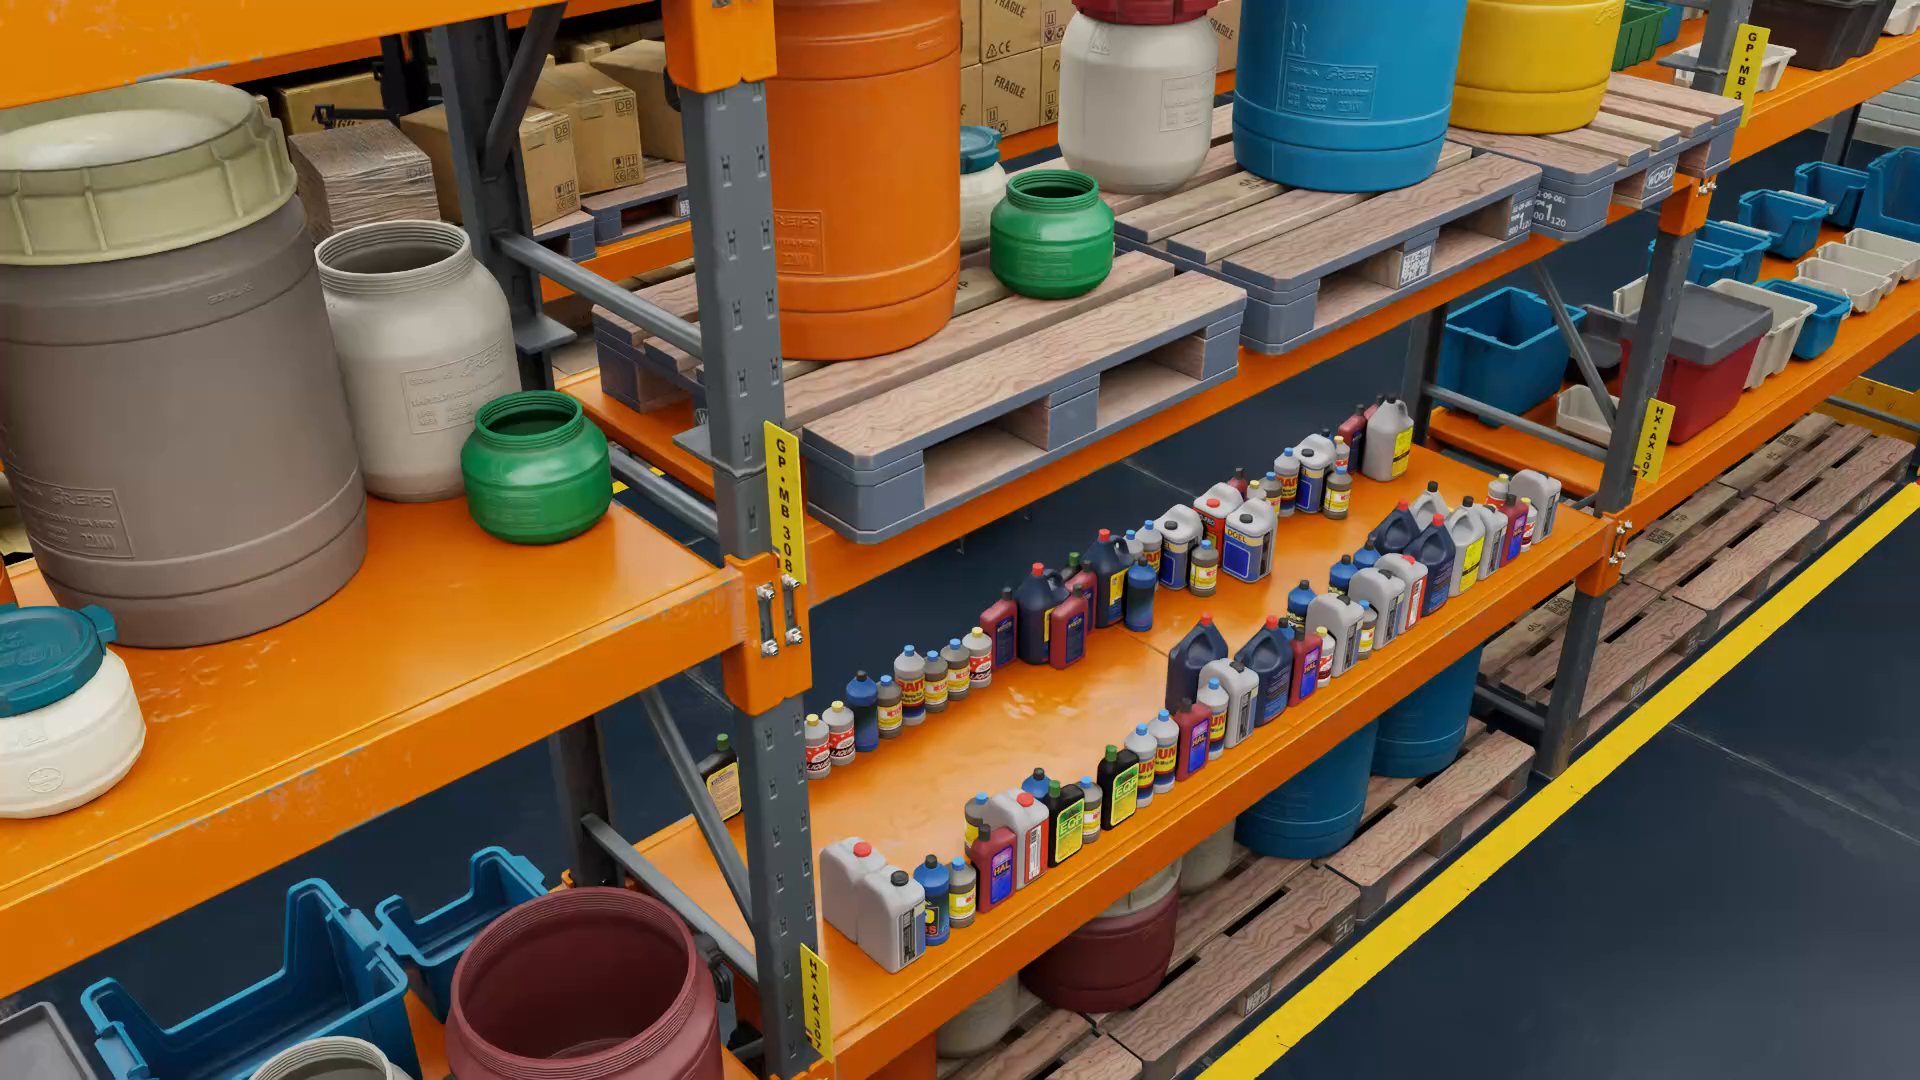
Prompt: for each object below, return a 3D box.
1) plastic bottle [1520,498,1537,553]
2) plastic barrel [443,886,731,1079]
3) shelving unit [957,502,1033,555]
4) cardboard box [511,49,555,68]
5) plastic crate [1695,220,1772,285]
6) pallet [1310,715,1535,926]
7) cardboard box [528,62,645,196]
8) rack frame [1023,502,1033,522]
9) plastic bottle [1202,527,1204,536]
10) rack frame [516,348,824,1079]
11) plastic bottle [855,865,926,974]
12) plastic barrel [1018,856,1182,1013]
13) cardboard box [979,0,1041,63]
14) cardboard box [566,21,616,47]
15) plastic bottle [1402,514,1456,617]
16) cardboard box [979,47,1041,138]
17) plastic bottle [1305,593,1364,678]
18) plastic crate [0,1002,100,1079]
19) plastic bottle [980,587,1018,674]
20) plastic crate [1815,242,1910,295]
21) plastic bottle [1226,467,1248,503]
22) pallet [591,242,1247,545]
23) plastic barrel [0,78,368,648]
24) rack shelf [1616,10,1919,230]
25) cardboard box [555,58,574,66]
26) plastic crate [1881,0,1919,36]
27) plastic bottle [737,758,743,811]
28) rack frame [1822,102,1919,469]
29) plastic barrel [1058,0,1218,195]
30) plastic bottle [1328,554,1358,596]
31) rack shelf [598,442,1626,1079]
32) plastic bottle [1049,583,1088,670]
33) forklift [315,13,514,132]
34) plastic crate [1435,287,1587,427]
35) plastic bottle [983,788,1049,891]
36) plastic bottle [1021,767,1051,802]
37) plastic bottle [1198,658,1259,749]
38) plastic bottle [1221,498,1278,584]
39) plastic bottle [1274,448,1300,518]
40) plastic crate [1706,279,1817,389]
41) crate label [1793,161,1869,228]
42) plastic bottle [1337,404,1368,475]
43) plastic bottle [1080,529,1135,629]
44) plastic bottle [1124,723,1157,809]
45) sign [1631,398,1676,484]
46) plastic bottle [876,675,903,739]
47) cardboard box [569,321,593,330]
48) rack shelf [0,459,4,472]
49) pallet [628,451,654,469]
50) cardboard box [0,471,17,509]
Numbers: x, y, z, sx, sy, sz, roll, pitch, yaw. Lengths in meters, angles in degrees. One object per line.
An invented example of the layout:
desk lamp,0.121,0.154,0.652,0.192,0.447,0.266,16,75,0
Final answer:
plastic bottle,2.081,-0.061,6.166,0.097,0.201,0.097,0,31,0
plastic barrel,-0.851,1.180,3.815,0.708,0.536,0.600,-26,40,-35
shelving unit,0.121,-0.571,8.533,0.503,1.200,0.258,-26,40,-35
cardboard box,-3.526,-3.918,13.654,0.250,0.149,0.380,-24,39,-34
plastic crate,3.779,-1.406,8.276,0.300,0.233,0.416,-26,40,-35
pallet,1.622,0.986,6.935,1.213,0.211,1.003,-26,40,-35
cardboard box,-2.109,-2.229,9.021,0.500,0.500,0.700,-19,36,-28
rack frame,0.300,-0.657,8.675,0.015,1.200,0.240,-26,40,-35
plastic bottle,0.835,0.001,6.063,0.097,0.201,0.097,0,31,0
rack frame,-0.717,0.958,4.309,0.127,3.000,1.000,-26,40,-35
plastic bottle,-0.180,0.981,4.390,0.135,0.276,0.152,-26,40,-35
plastic barrel,0.459,1.227,5.778,0.708,0.588,0.600,-26,40,-35
cardboard box,0.143,-3.252,10.138,0.500,0.500,0.500,-27,41,-37
cardboard box,-3.190,-4.354,14.366,0.250,0.149,0.380,-27,40,-36
plastic bottle,1.629,0.077,5.797,0.185,0.351,0.144,-26,40,-35
cardboard box,0.152,-2.836,10.417,0.500,0.500,0.500,-26,40,-36
plastic bottle,1.241,0.294,5.514,0.135,0.276,0.152,-26,40,-35
plastic crate,-2.110,1.386,3.546,0.583,0.464,0.402,-26,40,-35
plastic bottle,0.128,0.295,5.504,0.133,0.283,0.061,-26,40,-35
plastic crate,4.452,-1.337,8.257,0.243,0.136,0.396,-26,40,-35
plastic bottle,1.006,-0.130,6.198,0.133,0.283,0.061,-26,40,-35
pallet,-0.089,-0.476,3.958,1.213,0.211,1.003,-26,40,-35
plastic barrel,-1.466,-0.328,3.055,0.600,0.901,0.600,0,31,0
rack shelf,3.683,-2.143,7.194,4.000,0.370,1.077,-26,40,-35
cardboard box,-3.531,-3.767,14.028,0.500,0.500,0.700,-26,40,-36
plastic crate,3.803,-2.219,6.882,0.530,0.136,0.437,-26,40,-35
plastic bottle,-0.613,0.702,4.918,0.097,0.201,0.097,0,31,0
rack frame,5.150,-1.880,8.949,0.127,3.000,1.000,-26,40,-35
plastic barrel,0.481,-1.246,4.504,0.433,0.535,0.433,0,31,0
plastic bottle,1.312,0.172,5.716,0.097,0.271,0.097,0,31,0
rack shelf,0.750,0.555,5.657,4.000,0.370,1.077,-26,40,-35
plastic bottle,0.362,0.285,5.521,0.133,0.283,0.061,-26,40,-35
forklift,-3.808,-3.151,11.094,3.031,2.935,1.130,2,32,3
plastic crate,2.327,-0.776,7.102,0.575,0.384,0.392,-26,40,-35
plastic bottle,0.160,0.817,4.658,0.135,0.276,0.152,-26,40,-35
plastic bottle,0.222,0.765,4.748,0.097,0.271,0.097,0,31,0
plastic bottle,0.837,0.489,5.194,0.135,0.276,0.152,-26,40,-35
plastic bottle,1.042,-0.003,5.999,0.135,0.276,0.152,-26,40,-35
plastic bottle,1.246,-0.227,6.370,0.097,0.271,0.097,0,31,0
plastic crate,3.461,-0.907,7.415,0.530,0.282,0.437,-26,40,-35
crate label,4.745,-1.873,9.040,0.303,0.233,0.416,-26,40,-35
plastic bottle,1.560,-0.397,6.636,0.133,0.283,0.061,-26,40,-35
plastic bottle,0.506,0.113,5.737,0.185,0.351,0.144,-26,40,-35
plastic bottle,0.530,0.659,4.921,0.097,0.271,0.097,0,31,0
sign,2.589,-0.368,6.212,0.005,0.325,0.100,-26,40,-35
plastic bottle,-0.230,0.516,5.221,0.097,0.201,0.097,0,31,0
cardboard box,-2.424,-1.033,9.538,0.500,0.500,0.500,-25,40,-35
rack shelf,-5.548,0.078,6.437,4.000,0.370,1.077,-26,40,-35
pallet,-1.719,-0.865,9.962,1.213,0.211,1.003,-26,40,-35
cardboard box,-4.666,-0.111,7.751,0.500,0.311,0.500,-24,39,-34
